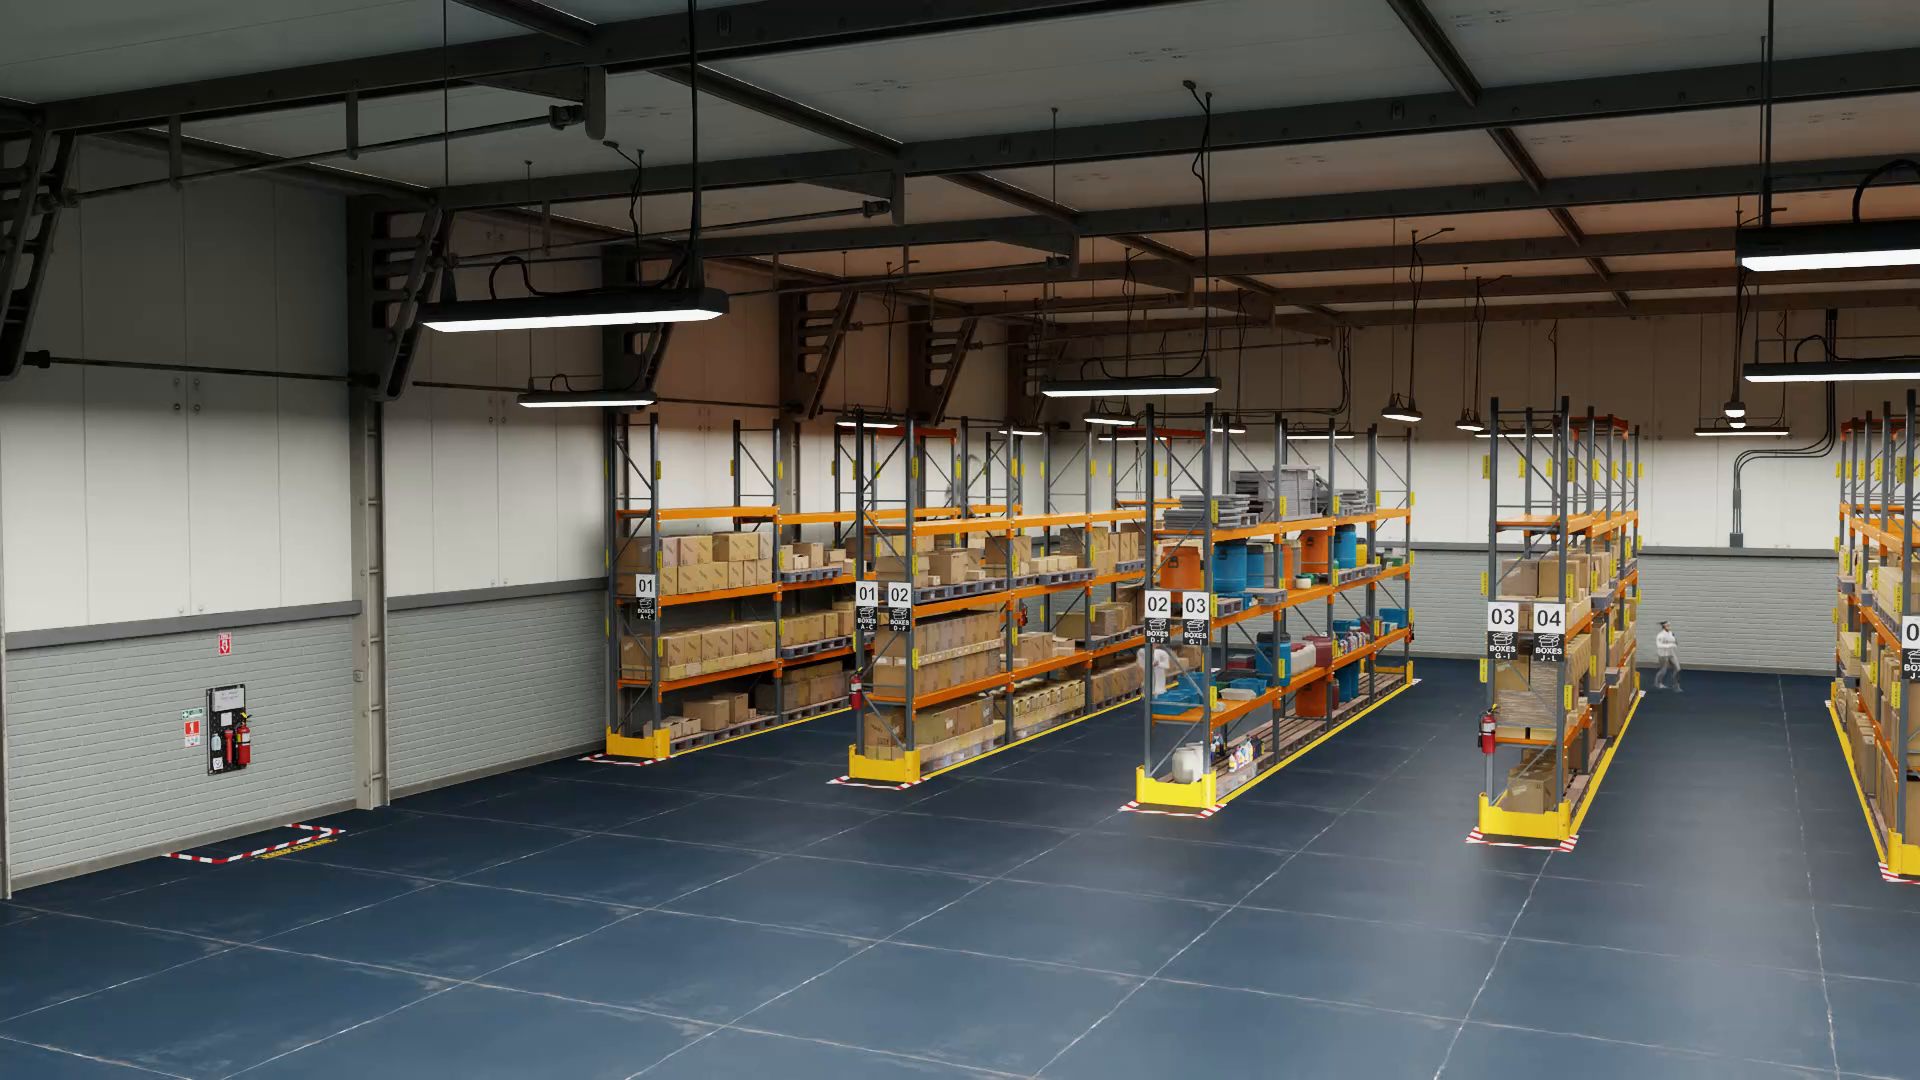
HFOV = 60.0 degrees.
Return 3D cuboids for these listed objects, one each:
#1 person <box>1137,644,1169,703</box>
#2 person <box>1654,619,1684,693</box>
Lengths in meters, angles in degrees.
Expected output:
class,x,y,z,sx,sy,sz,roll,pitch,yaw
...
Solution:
class,x,y,z,sx,sy,sz,roll,pitch,yaw
person,3.773,2.761,32.537,0.690,1.700,0.954,1,3,16
person,15.850,2.625,37.480,0.658,1.712,0.690,-1,3,-26
